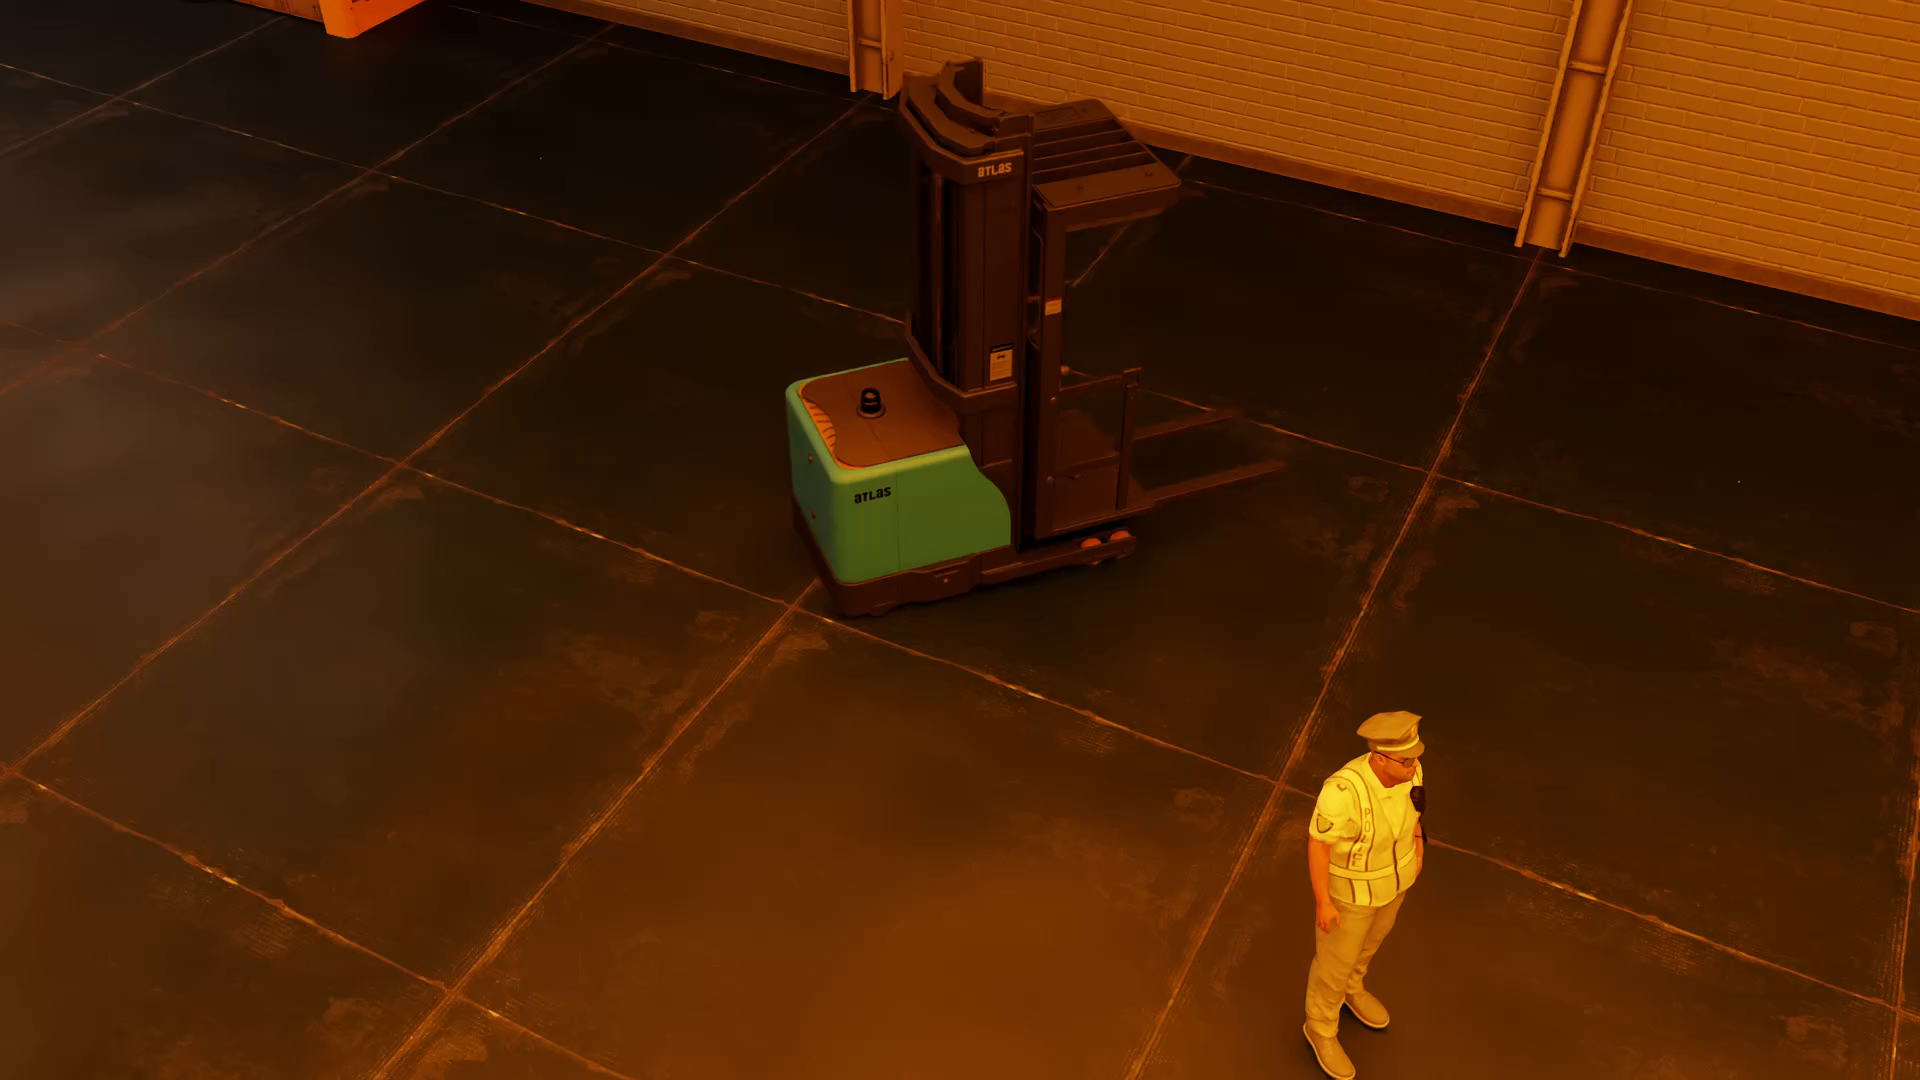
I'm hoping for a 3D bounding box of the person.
[{"bbox_3d":[1.786,1.482,7.107,0.639,1.781,0.575,-24,46,-26],"label":"person"}]

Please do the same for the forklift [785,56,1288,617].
[{"bbox_3d":[0.535,-1.270,9.495,3.031,2.935,1.130,-14,42,-16],"label":"forklift"}]
